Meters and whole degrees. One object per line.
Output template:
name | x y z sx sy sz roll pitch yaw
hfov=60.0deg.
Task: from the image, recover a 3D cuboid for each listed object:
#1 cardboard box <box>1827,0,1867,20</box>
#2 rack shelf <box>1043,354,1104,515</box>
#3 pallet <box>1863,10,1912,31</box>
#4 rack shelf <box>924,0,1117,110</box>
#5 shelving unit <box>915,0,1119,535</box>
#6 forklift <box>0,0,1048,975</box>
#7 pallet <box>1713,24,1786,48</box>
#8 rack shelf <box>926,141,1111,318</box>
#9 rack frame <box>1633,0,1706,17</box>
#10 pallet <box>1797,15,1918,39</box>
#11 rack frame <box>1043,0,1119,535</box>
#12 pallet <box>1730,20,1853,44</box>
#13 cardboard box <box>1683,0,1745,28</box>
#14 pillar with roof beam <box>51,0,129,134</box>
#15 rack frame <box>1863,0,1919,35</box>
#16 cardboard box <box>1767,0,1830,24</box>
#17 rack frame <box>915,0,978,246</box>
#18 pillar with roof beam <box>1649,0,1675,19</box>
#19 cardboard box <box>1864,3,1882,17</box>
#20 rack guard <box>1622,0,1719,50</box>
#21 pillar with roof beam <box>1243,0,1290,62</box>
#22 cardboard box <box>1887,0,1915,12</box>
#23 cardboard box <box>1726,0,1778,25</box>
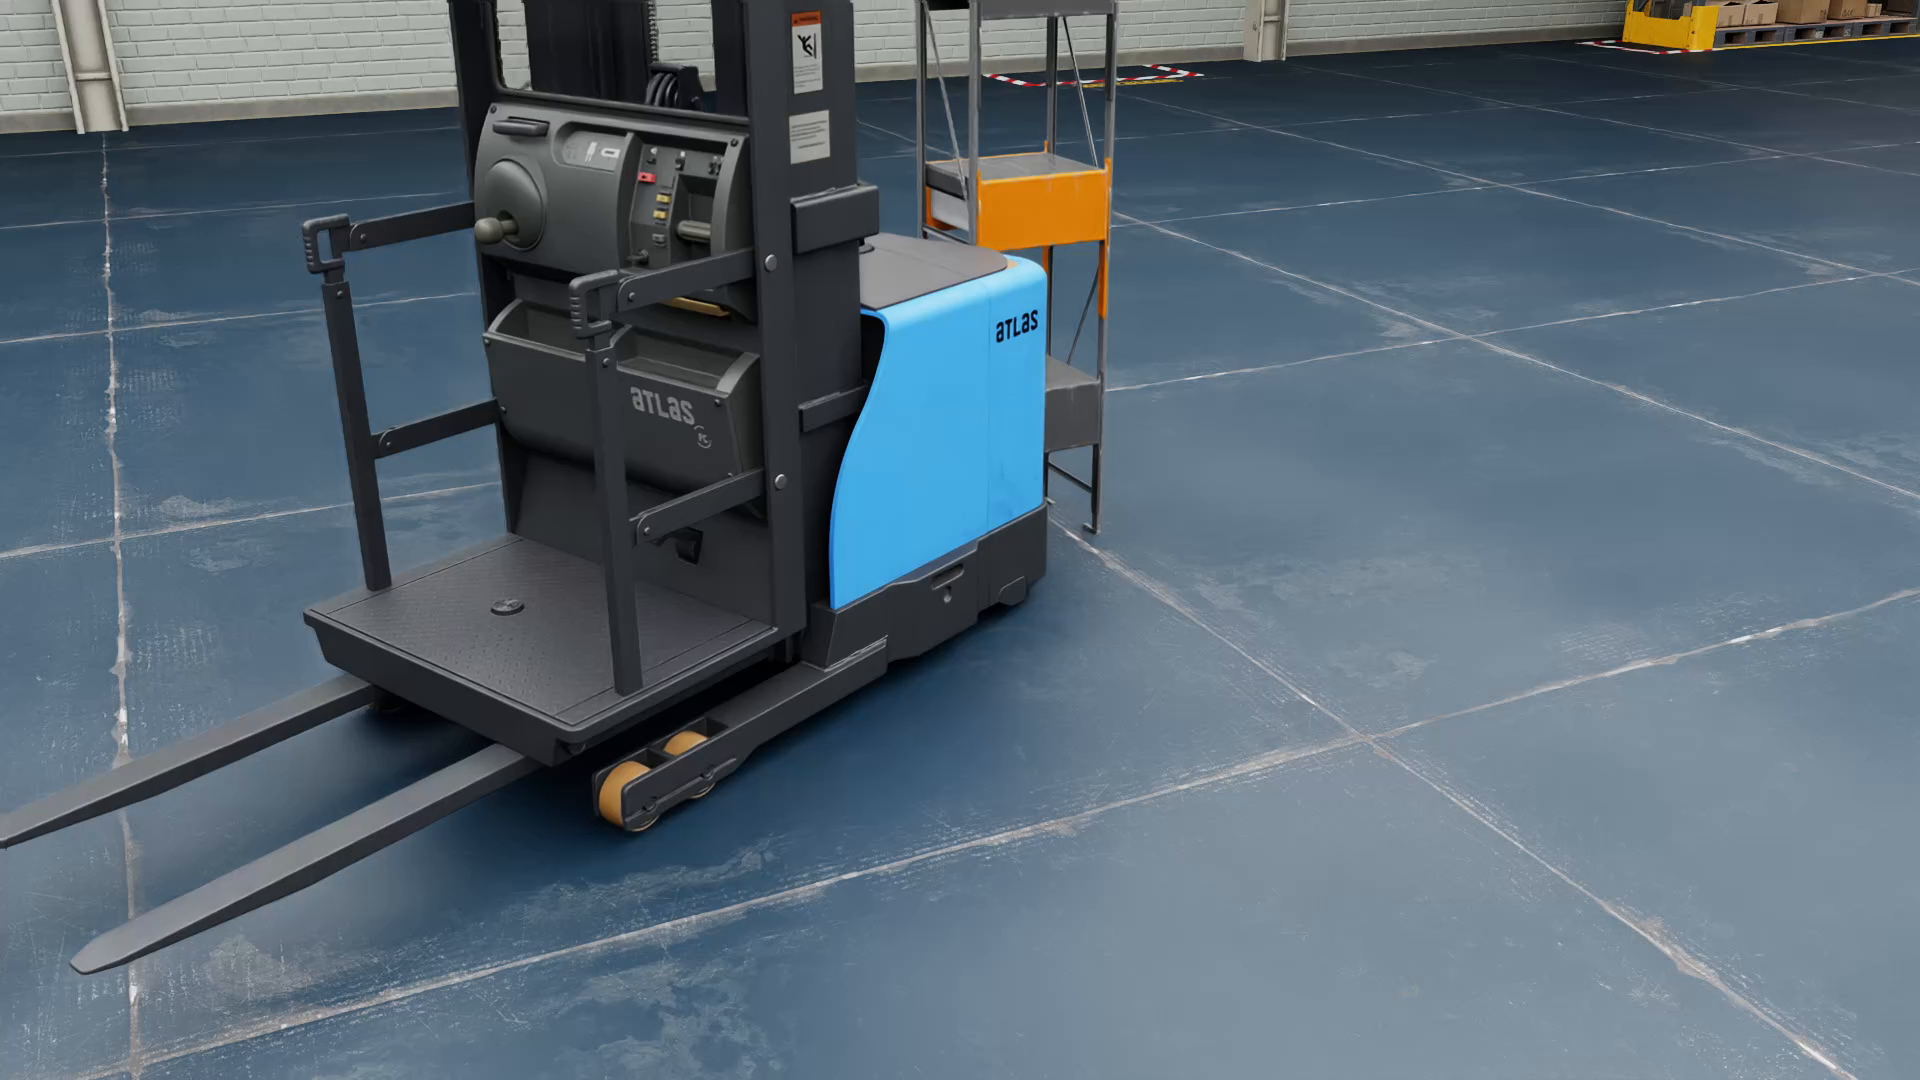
cardboard box | 11.316 -6.996 21.423 0.500 0.500 0.500 -12 26 -28
rack shelf | 0.174 -0.355 5.727 0.480 0.518 0.431 -11 25 -25
pallet | 12.935 -6.975 22.325 1.213 0.211 1.003 -10 25 -24
rack shelf | 0.174 -1.648 5.192 0.480 0.518 0.431 -11 25 -25
shelving unit | 0.174 -1.014 5.455 0.503 2.100 0.431 -11 25 -25
forklift | -1.018 -0.859 3.993 1.130 2.935 3.031 16 28 34
pallet | 9.445 -6.317 20.735 1.213 0.211 1.003 -10 25 -24
rack shelf | 0.174 -1.002 5.460 0.480 0.518 0.431 -11 25 -25
rack frame | 8.629 -7.470 19.875 0.127 3.000 1.000 -10 25 -24
pallet | 11.644 -6.722 21.713 1.213 0.211 1.003 -10 25 -24
rack frame | 0.391 -1.057 5.558 0.015 2.100 0.400 -11 25 -25
pallet | 10.543 -6.518 21.220 1.213 0.211 1.003 -10 25 -24
cardboard box | 9.292 -6.515 20.508 0.500 0.311 0.500 -14 26 -30
pillar with roof beam | -5.467 -6.187 8.931 0.400 9.000 9.100 -10 25 -24
rack frame | 12.234 -8.134 21.478 0.127 3.000 1.000 -10 25 -24
cardboard box | 10.488 -6.802 20.952 0.500 0.500 0.700 -12 25 -27
rack frame | -0.043 -0.971 5.351 0.015 2.100 0.400 -11 25 -25
pillar with roof beam | 10.752 -9.173 16.144 0.400 9.000 9.100 -10 25 -24
cardboard box | 11.765 -6.929 21.697 0.250 0.166 0.380 -14 26 -30
rack guard | 8.698 -6.328 20.384 0.348 0.500 1.175 -10 25 -24
pillar with roof beam | 5.346 -8.178 13.740 0.400 9.000 9.100 -10 25 -24
cardboard box | 12.890 -7.310 22.181 0.500 0.500 0.700 -10 24 -22
cardboard box | 9.806 -6.610 20.736 0.500 0.311 0.500 -8 24 -19
